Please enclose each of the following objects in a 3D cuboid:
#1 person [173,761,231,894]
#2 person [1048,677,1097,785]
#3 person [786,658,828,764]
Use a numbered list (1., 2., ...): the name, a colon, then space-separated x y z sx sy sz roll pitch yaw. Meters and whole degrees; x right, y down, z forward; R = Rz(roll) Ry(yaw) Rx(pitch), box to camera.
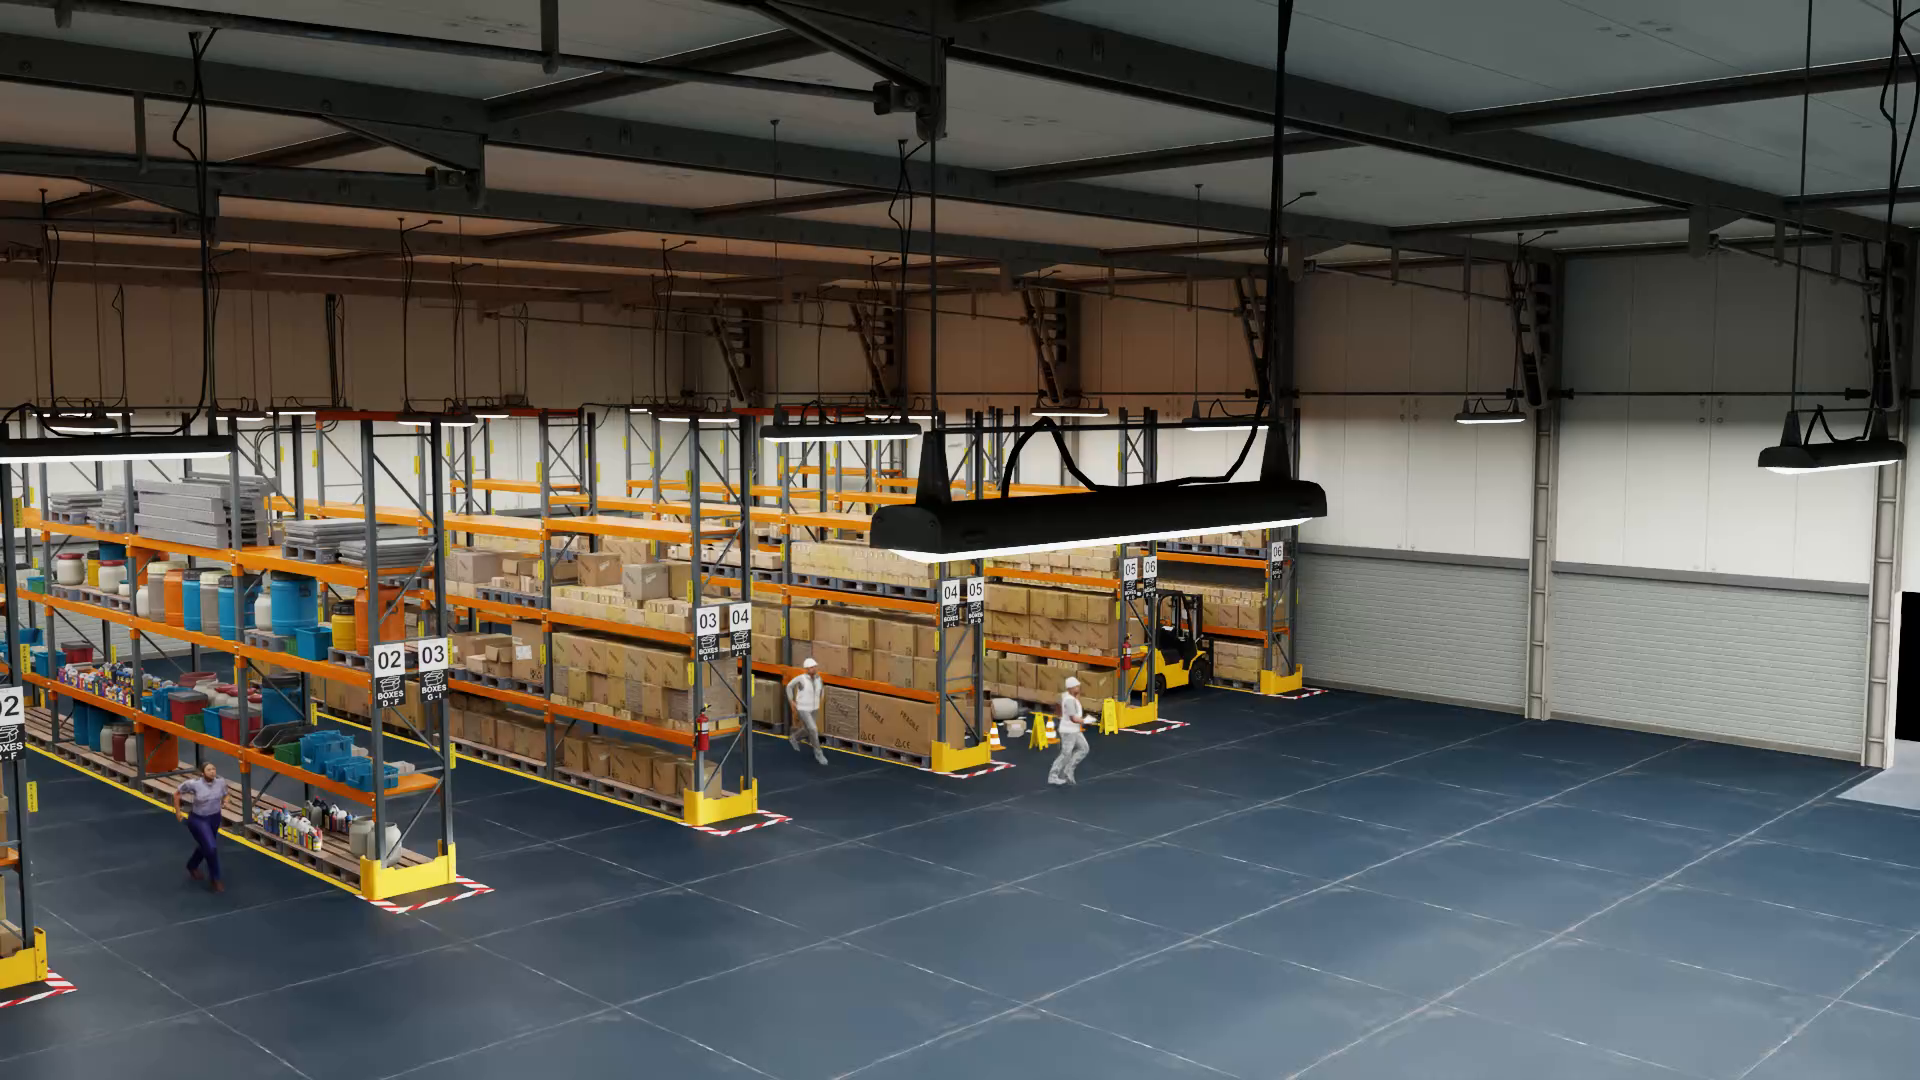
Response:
1. person: -9.667 3.649 21.265 0.858 1.683 0.627 3 6 34
2. person: 1.809 3.079 26.729 0.784 1.774 0.662 1 5 8
3. person: -2.634 2.912 28.654 0.667 1.788 1.012 -5 7 -44
